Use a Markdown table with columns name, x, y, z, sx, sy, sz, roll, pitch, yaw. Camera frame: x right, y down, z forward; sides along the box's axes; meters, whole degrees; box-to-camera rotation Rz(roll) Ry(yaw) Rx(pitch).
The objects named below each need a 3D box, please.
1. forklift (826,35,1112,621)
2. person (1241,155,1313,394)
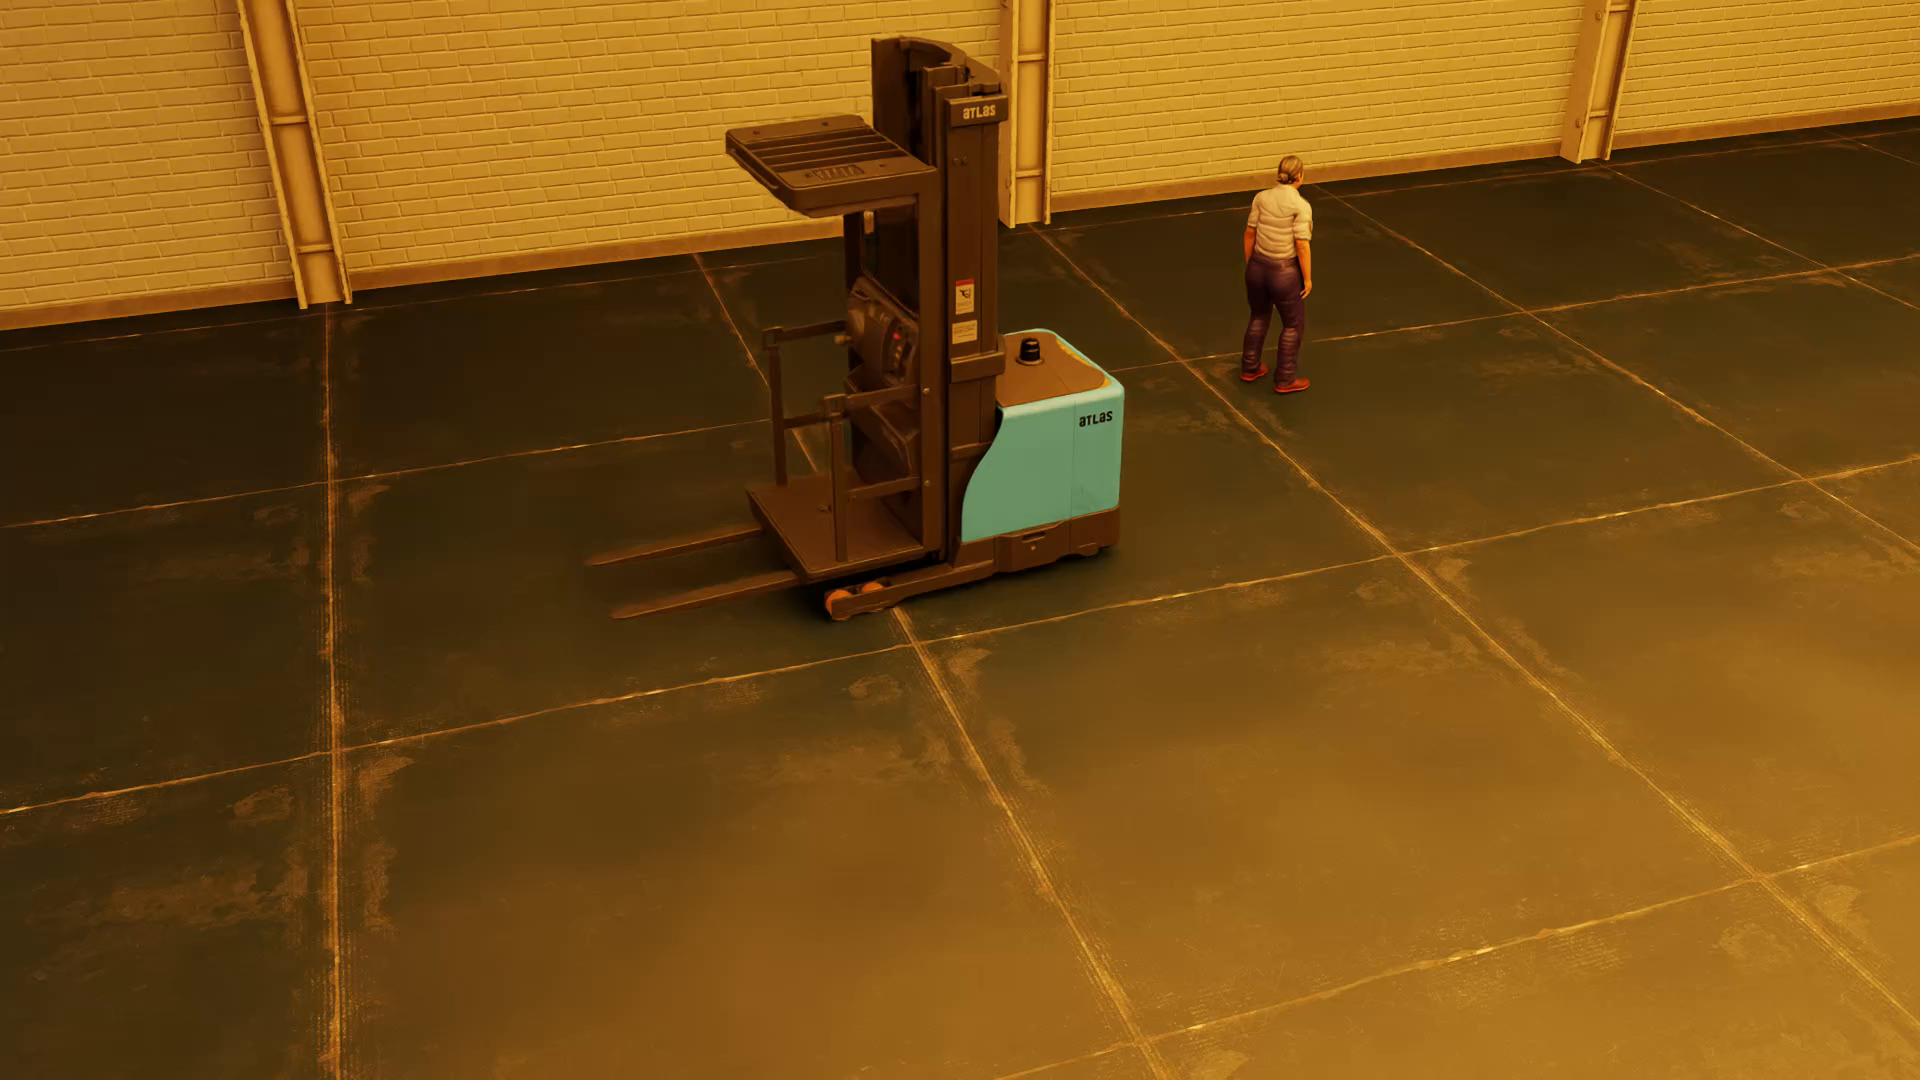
| name | x | y | z | sx | sy | sz | roll | pitch | yaw |
| --- | --- | --- | --- | --- | --- | --- | --- | --- | --- |
| forklift | -0.615 | -1.124 | 9.041 | 3.031 | 2.935 | 1.121 | -13 | 32 | -21 |
| person | 2.217 | -1.847 | 11.585 | 0.543 | 1.651 | 0.372 | 25 | 39 | 37 |
